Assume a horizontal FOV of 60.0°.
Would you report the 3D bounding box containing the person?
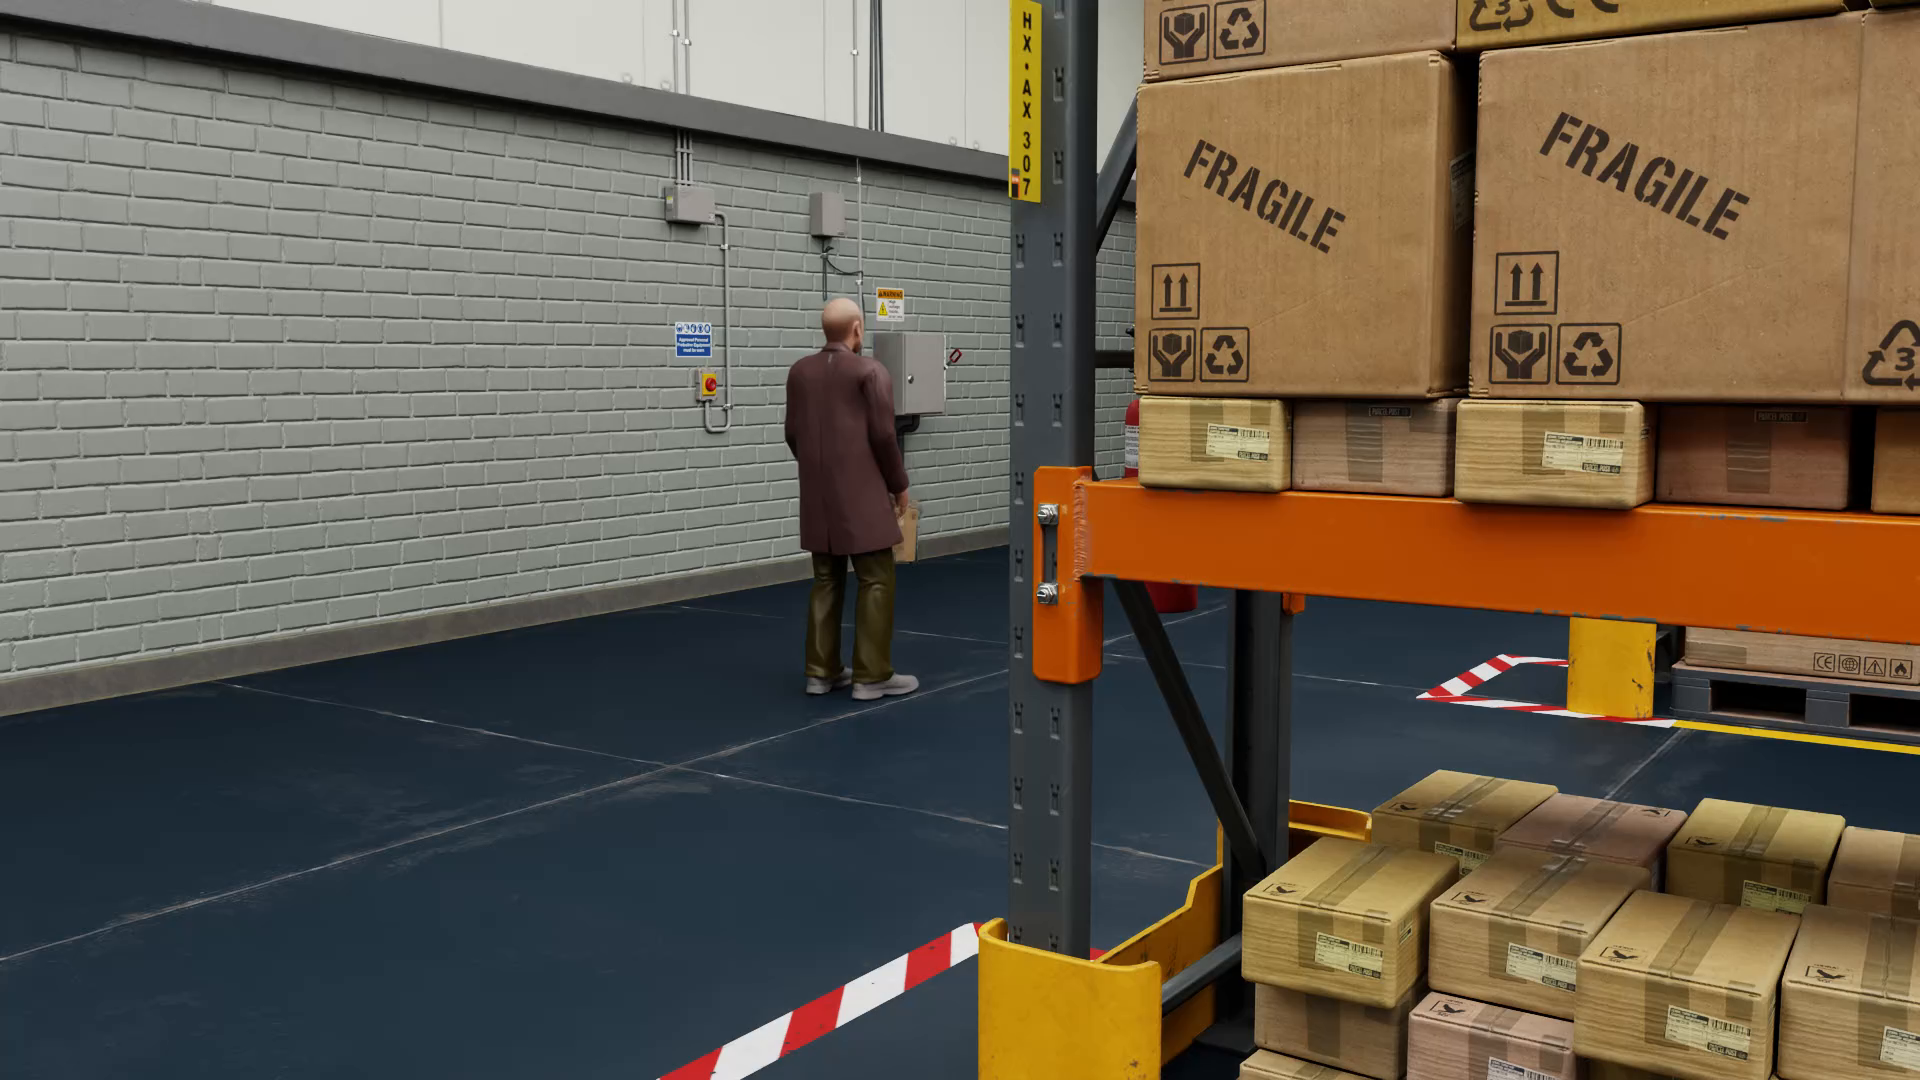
[{"bbox_3d":[-0.507,-0.190,7.493,0.583,1.780,0.424,4,7,32],"label":"person"}]
